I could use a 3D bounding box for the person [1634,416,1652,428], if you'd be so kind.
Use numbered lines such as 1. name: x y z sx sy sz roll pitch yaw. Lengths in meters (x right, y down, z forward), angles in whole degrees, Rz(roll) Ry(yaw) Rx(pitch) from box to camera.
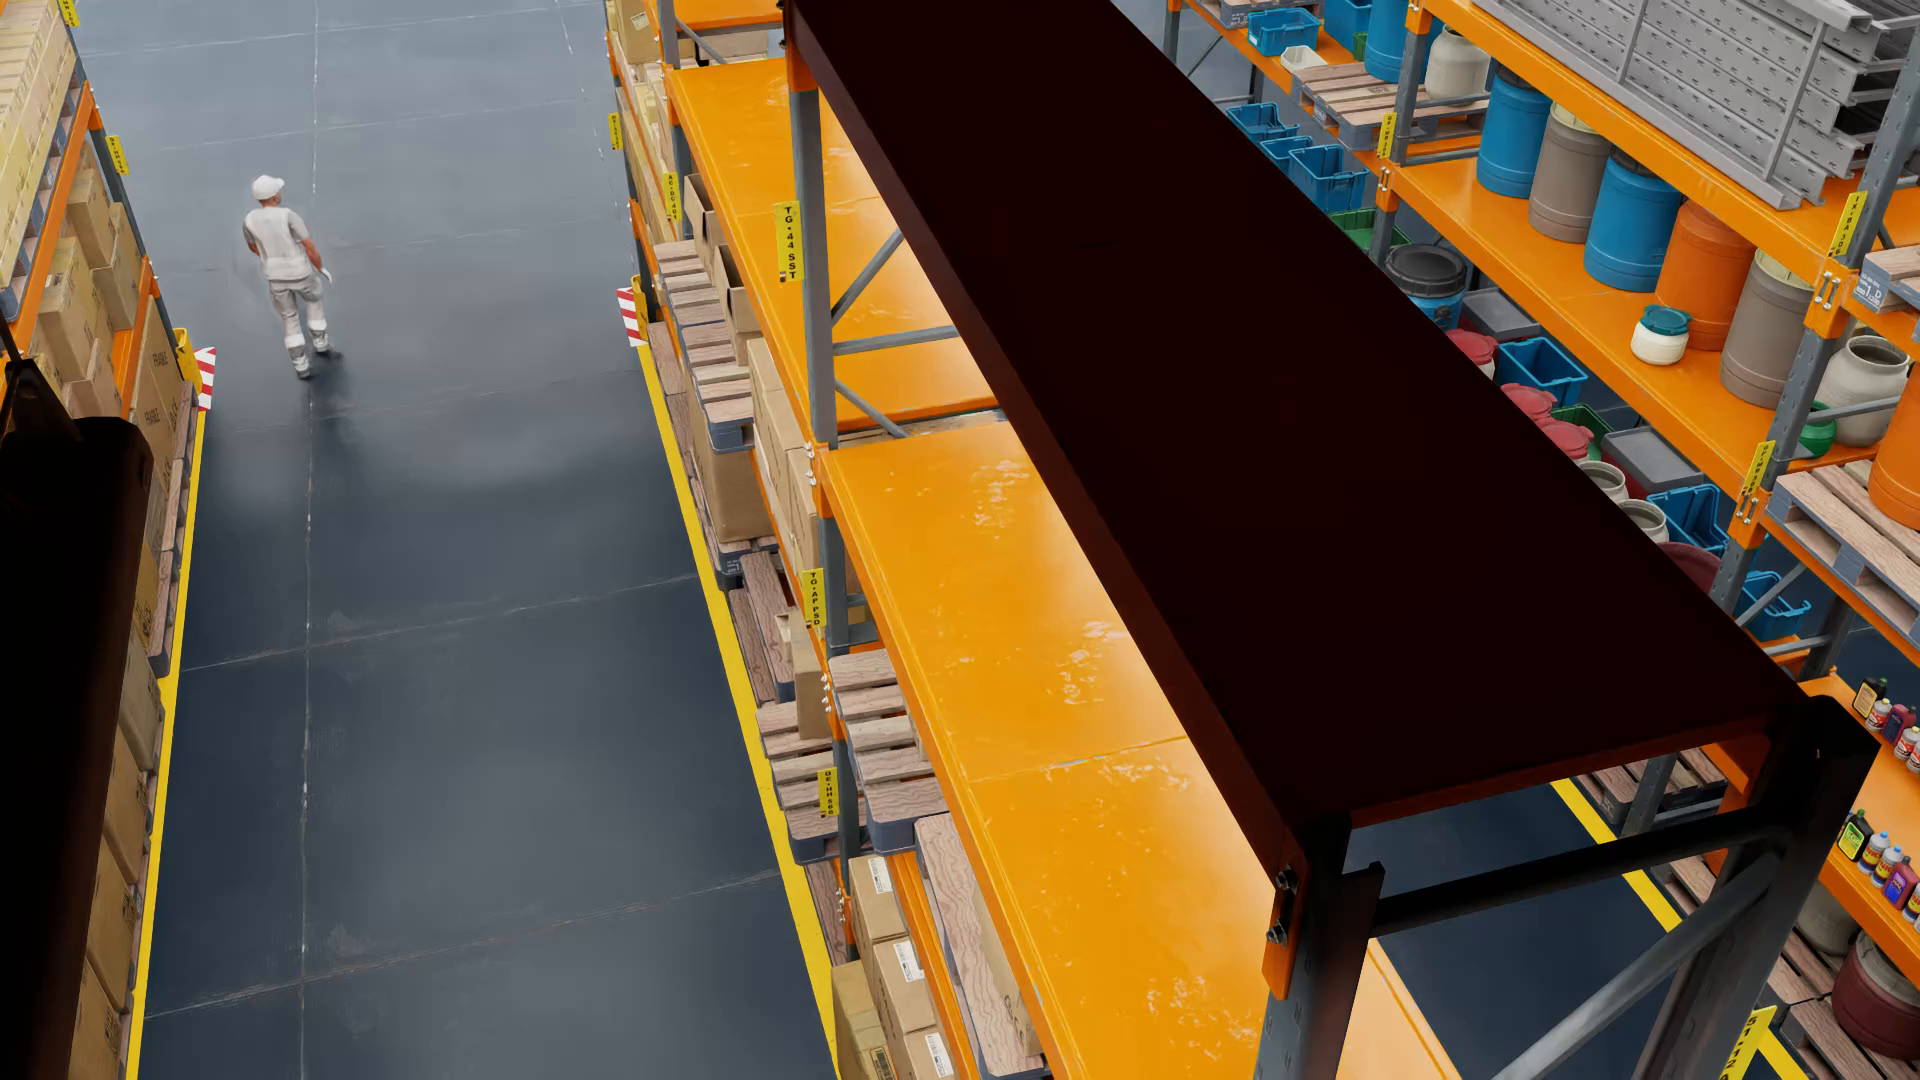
1. person: 5.128 -0.591 12.256 0.539 1.659 0.807 -14 41 -17

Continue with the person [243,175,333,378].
1. person: -5.737 -2.270 14.358 0.667 1.844 0.758 -3 38 -4
